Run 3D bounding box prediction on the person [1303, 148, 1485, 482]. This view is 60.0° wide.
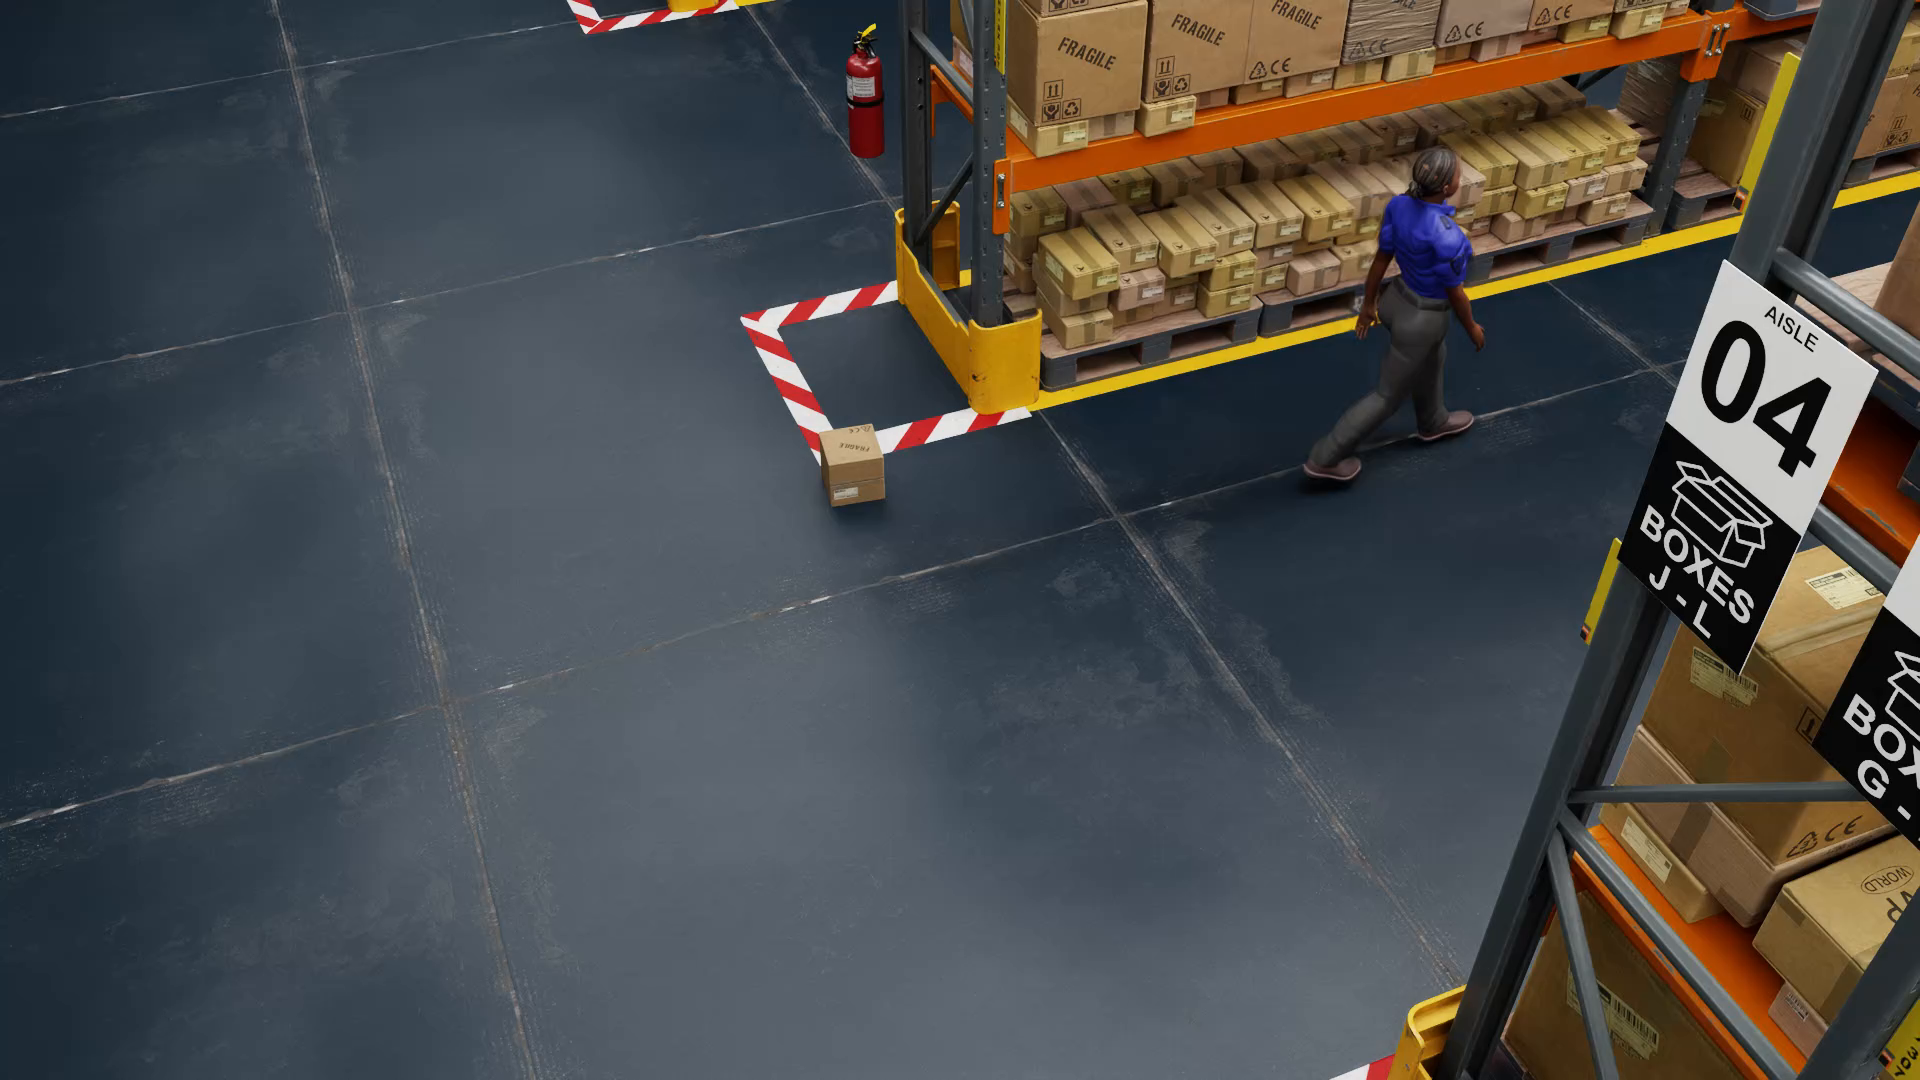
[{"bbox_3d":[2.011,-0.981,7.251,0.979,1.601,0.443,-12,43,-13],"label":"person"}]
